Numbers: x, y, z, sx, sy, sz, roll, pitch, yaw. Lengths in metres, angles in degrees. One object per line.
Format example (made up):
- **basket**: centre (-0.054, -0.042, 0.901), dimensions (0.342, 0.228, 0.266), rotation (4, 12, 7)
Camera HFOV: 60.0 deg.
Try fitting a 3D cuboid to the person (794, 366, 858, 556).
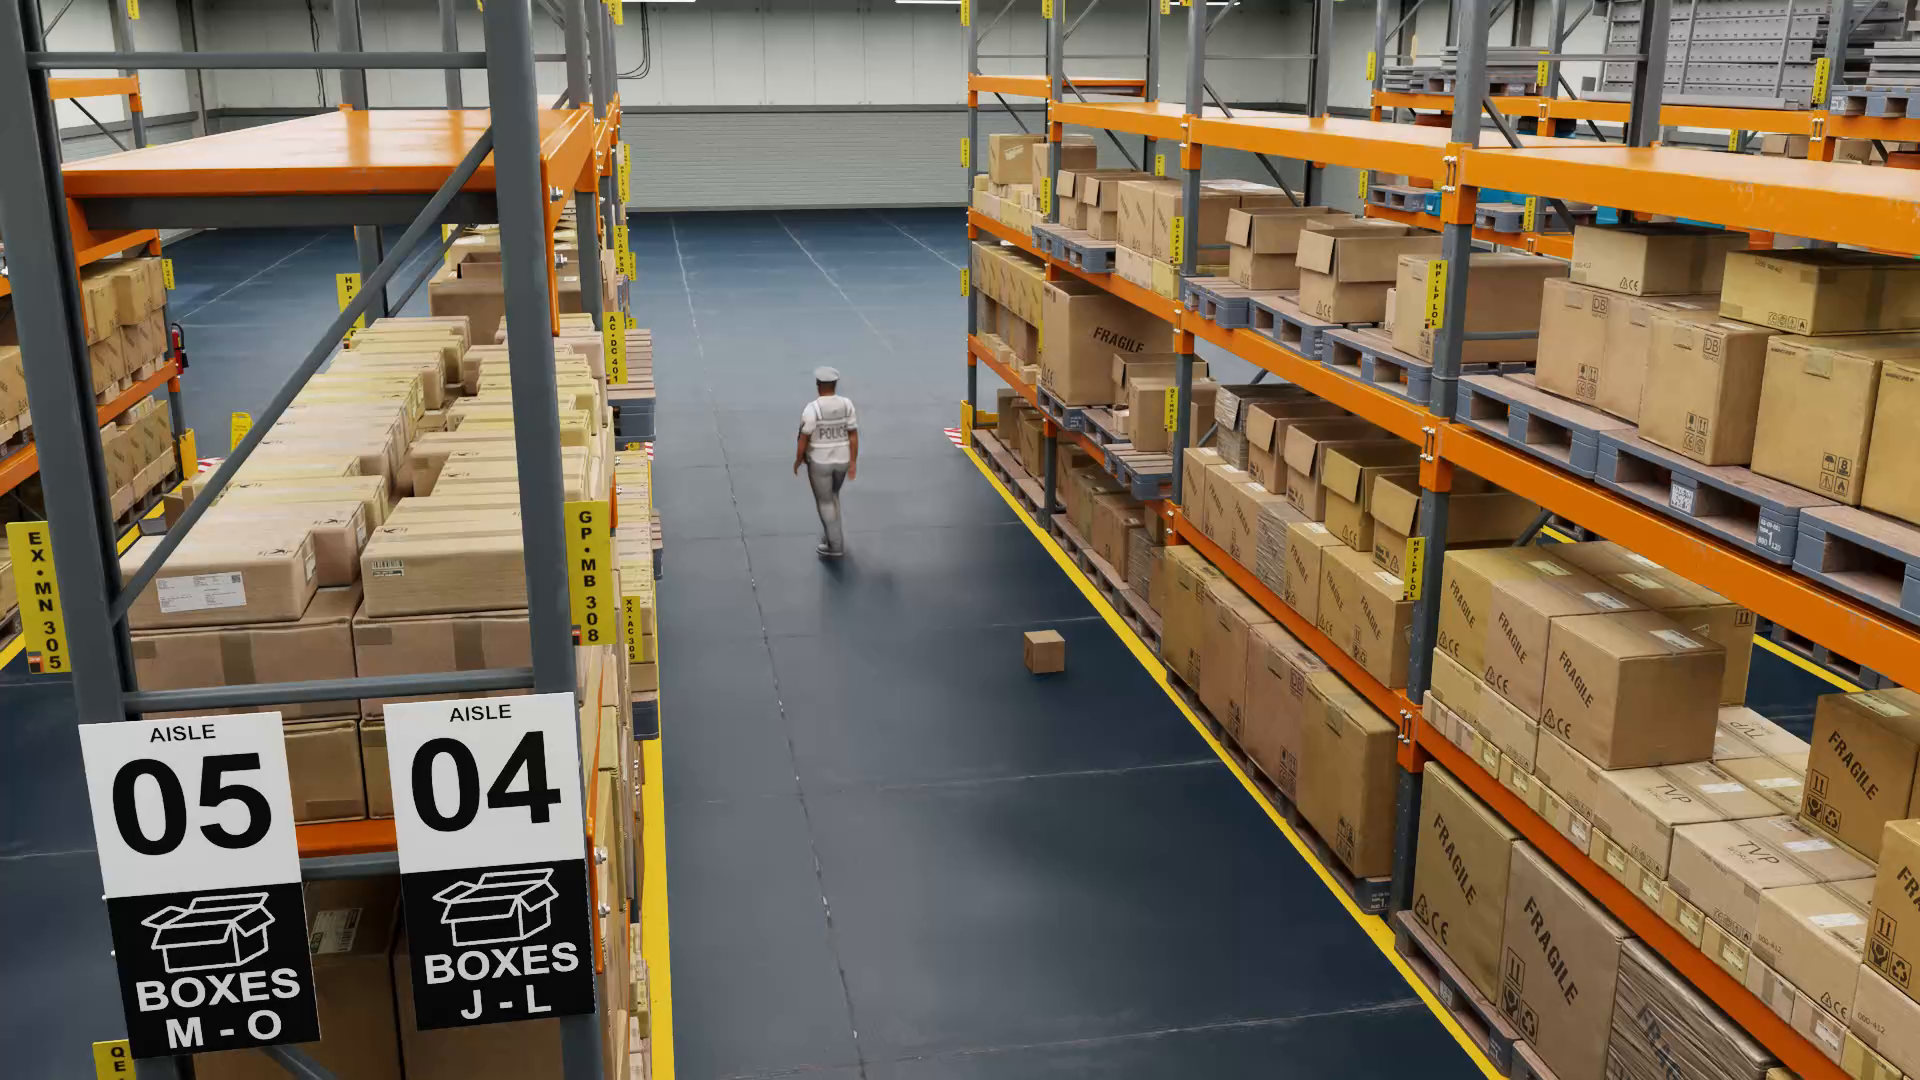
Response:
- **person**: centre (-1.268, -0.707, 15.488), dimensions (0.540, 1.837, 0.625), rotation (-12, 20, -35)
